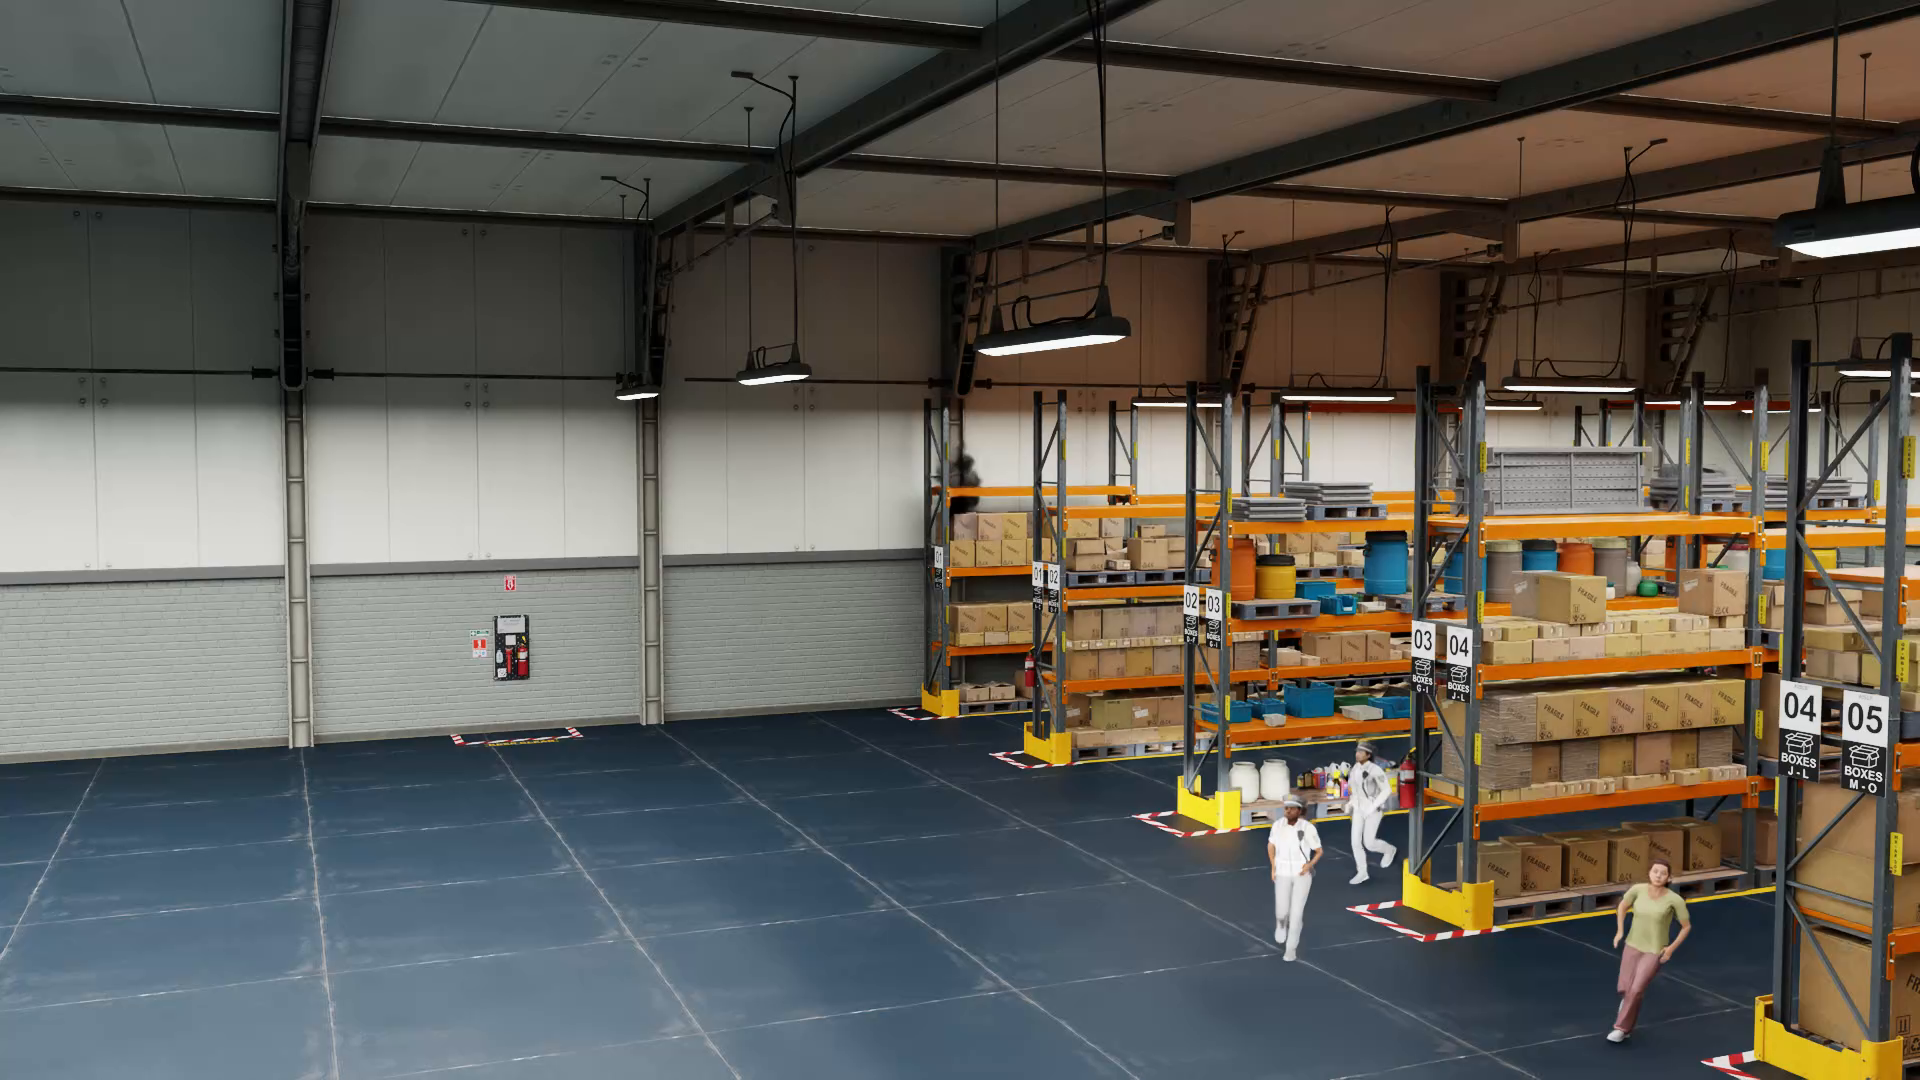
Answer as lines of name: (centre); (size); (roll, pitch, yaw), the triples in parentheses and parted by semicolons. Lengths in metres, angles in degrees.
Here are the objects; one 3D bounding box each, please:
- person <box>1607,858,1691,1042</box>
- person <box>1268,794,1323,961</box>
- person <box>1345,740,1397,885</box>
person: (5.947, 3.519, 14.303); (0.610, 1.596, 0.556); (3, 4, 37)
person: (3.346, 3.361, 16.665); (0.570, 1.669, 0.591); (1, 4, 21)
person: (4.868, 3.188, 19.572); (0.680, 1.693, 0.624); (-2, 4, -29)
